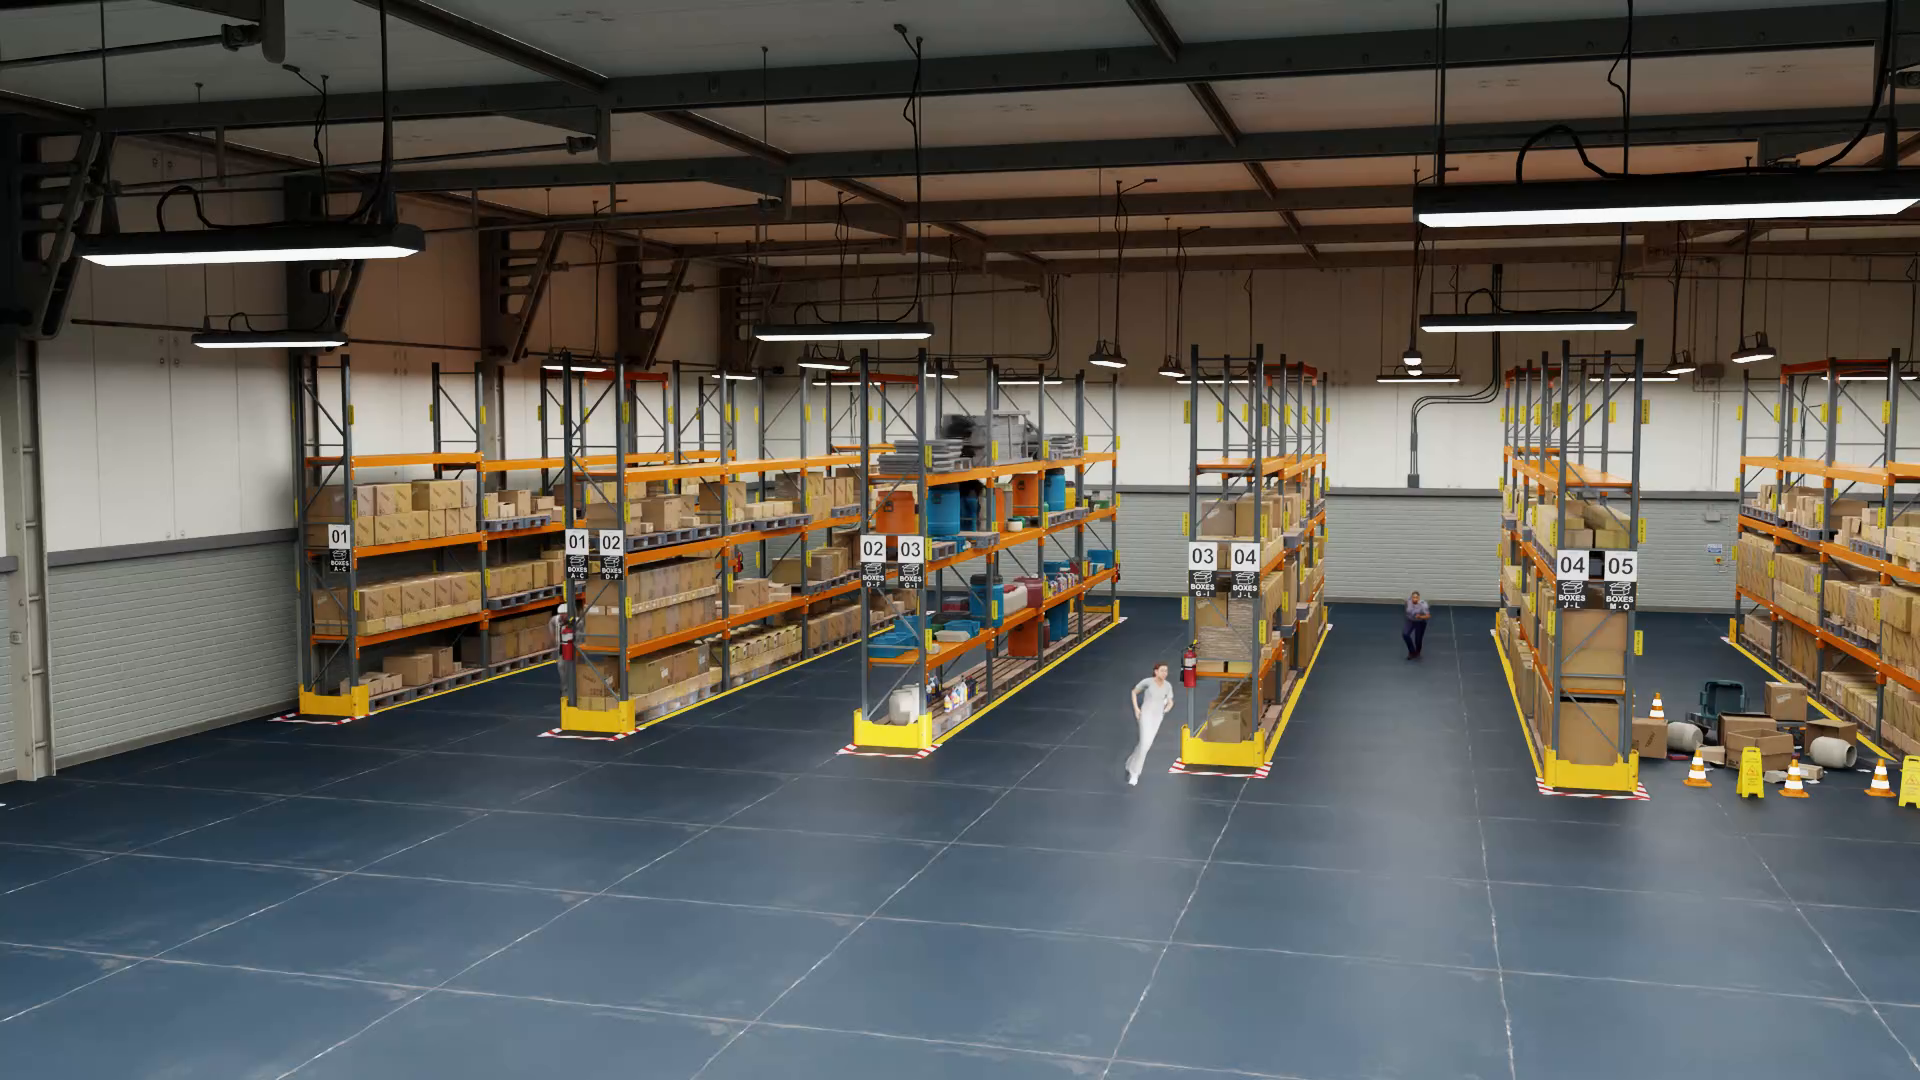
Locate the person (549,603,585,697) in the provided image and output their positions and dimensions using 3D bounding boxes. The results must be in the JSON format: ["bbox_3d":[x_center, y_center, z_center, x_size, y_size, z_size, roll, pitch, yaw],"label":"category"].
[{"bbox_3d":[-6.969,1.959,29.700,0.703,1.739,1.026,0,4,6],"label":"person"}]

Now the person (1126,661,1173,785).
[{"bbox_3d":[2.573,2.493,22.866,0.722,1.674,0.723,-2,5,-24],"label":"person"}]

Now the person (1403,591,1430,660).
[{"bbox_3d":[9.335,1.715,33.951,0.608,1.438,1.089,2,5,28],"label":"person"}]
